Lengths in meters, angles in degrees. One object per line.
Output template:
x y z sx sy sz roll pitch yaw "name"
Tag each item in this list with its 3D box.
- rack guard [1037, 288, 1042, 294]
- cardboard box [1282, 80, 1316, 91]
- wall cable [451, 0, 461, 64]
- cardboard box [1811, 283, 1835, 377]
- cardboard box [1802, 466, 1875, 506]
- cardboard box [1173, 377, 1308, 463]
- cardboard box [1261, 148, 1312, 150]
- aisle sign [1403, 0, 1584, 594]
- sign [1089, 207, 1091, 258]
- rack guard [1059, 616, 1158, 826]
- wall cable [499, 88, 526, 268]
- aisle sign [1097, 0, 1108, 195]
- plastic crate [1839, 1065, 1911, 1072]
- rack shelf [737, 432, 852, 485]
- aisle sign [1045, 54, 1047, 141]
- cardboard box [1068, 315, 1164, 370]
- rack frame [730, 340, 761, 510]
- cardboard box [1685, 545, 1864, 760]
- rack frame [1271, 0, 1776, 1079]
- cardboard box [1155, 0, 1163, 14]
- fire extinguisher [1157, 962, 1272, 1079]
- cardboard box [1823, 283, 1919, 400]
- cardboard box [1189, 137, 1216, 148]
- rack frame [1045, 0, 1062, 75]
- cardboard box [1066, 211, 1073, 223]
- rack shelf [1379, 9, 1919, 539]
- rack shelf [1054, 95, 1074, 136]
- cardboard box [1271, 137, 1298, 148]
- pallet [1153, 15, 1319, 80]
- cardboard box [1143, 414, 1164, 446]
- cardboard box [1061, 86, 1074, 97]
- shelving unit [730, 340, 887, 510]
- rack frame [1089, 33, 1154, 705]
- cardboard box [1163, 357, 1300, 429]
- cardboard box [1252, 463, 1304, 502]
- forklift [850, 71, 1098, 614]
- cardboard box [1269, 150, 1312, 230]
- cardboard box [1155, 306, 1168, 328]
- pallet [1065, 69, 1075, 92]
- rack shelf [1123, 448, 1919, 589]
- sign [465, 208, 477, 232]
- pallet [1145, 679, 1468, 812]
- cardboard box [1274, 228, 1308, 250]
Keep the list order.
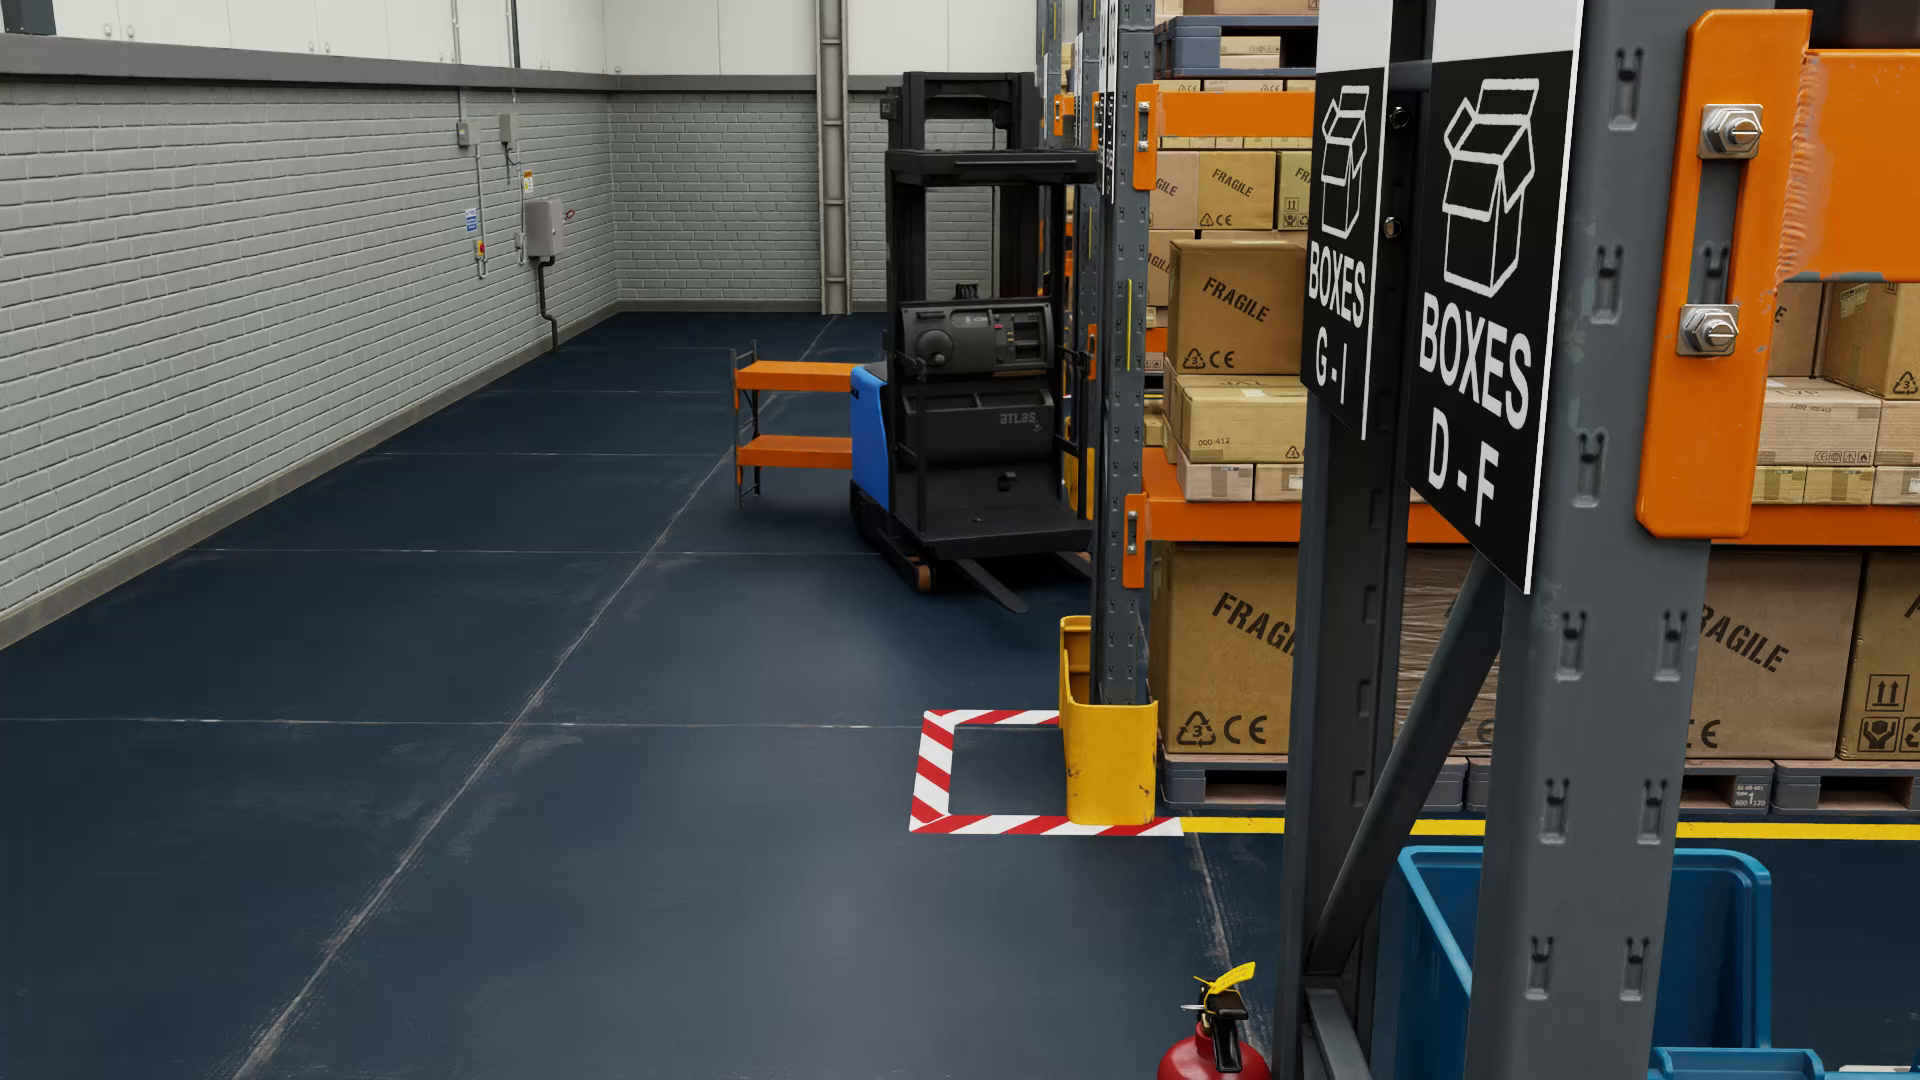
1.090 -3.056 21.441 0.348 0.500 1.175 0 15 1 "rack guard"
2.350 -3.041 10.900 0.500 0.250 0.500 0 15 0 "cardboard box"
-4.802 -5.865 15.429 0.029 3.000 0.463 0 15 1 "wall cable"
3.673 -0.953 6.813 0.500 0.500 0.500 0 15 1 "cardboard box"
3.295 -0.249 6.397 0.250 0.149 0.380 1 15 2 "cardboard box"
1.111 -0.471 6.456 0.500 0.250 0.500 0 15 0 "cardboard box"
2.356 -2.467 11.573 0.500 0.500 0.500 1 15 4 "cardboard box"
0.432 -0.390 1.343 0.004 0.787 0.394 0 15 1 "aisle sign"
0.852 -2.016 10.904 0.005 0.325 0.100 0 15 1 "sign"
0.614 0.737 7.067 0.348 0.500 1.175 0 15 1 "rack guard"
-4.722 -3.883 17.685 0.122 1.984 0.588 0 15 1 "wall cable"
0.574 -1.806 6.708 0.004 0.787 0.394 0 15 1 "aisle sign"
1.332 0.849 2.141 0.243 0.136 0.396 0 15 1 "plastic crate"
-1.011 -0.559 11.713 1.000 0.278 0.538 3 15 10 "rack shelf"
0.812 -4.182 15.716 0.004 0.787 0.394 0 15 1 "aisle sign"
1.554 -1.984 16.680 0.875 0.438 0.875 0 15 0 "cardboard box"
-1.511 -0.819 11.738 0.032 1.125 0.500 3 15 10 "rack frame"
3.080 0.348 6.982 0.875 0.875 0.875 0 15 1 "cardboard box"
0.512 0.791 1.963 0.053 2.616 0.949 0 15 1 "rack frame"
1.184 -3.488 10.833 0.250 0.149 0.380 0 15 1 "cardboard box"
0.373 0.892 2.460 0.183 0.674 0.296 0 15 1 "fire extinguisher"
3.670 -0.819 6.303 0.500 0.500 0.500 1 15 2 "cardboard box"
2.287 -3.771 15.828 0.250 0.149 0.380 1 15 2 "cardboard box"
0.891 -5.900 15.561 0.127 3.000 1.000 0 15 1 "rack frame"
1.336 -4.071 20.883 0.250 0.149 0.380 0 15 1 "cardboard box"
2.511 -0.298 1.620 4.000 0.370 1.077 0 15 1 "rack shelf"
2.891 -4.088 15.986 4.000 0.370 1.077 0 15 1 "rack shelf"
3.052 -3.761 15.789 0.250 0.149 0.380 0 15 1 "cardboard box"
1.380 -1.877 6.368 1.213 0.211 1.003 0 15 1 "pallet"
1.381 -0.758 11.432 0.250 0.149 0.380 0 15 -1 "cardboard box"
1.327 -5.532 20.541 0.250 0.149 0.380 1 15 3 "cardboard box"
-1.011 -0.796 11.650 1.048 1.125 0.538 3 15 10 "shelving unit"
0.638 -0.472 6.747 0.127 3.000 1.000 0 15 1 "rack frame"
1.129 -0.607 6.973 0.500 0.250 0.500 0 15 1 "cardboard box"
1.241 -0.262 6.447 0.250 0.149 0.380 0 15 1 "cardboard box"
0.174 -1.221 9.722 1.130 2.935 3.031 -4 15 -16 "forklift"
2.332 -2.330 11.053 0.500 0.500 0.500 0 15 0 "cardboard box"
1.437 -1.538 11.280 0.250 0.149 0.380 1 15 3 "cardboard box"
1.633 -4.404 15.947 1.213 0.211 1.003 0 15 1 "pallet"
2.638 -0.111 6.790 4.000 0.370 1.077 0 15 1 "rack shelf"
-4.809 -3.148 16.363 0.001 0.218 0.327 0 15 1 "sign"
1.440 0.862 7.159 1.213 0.211 1.003 0 15 1 "pallet"
2.333 -1.851 11.197 0.500 0.500 0.500 1 15 2 "cardboard box"
